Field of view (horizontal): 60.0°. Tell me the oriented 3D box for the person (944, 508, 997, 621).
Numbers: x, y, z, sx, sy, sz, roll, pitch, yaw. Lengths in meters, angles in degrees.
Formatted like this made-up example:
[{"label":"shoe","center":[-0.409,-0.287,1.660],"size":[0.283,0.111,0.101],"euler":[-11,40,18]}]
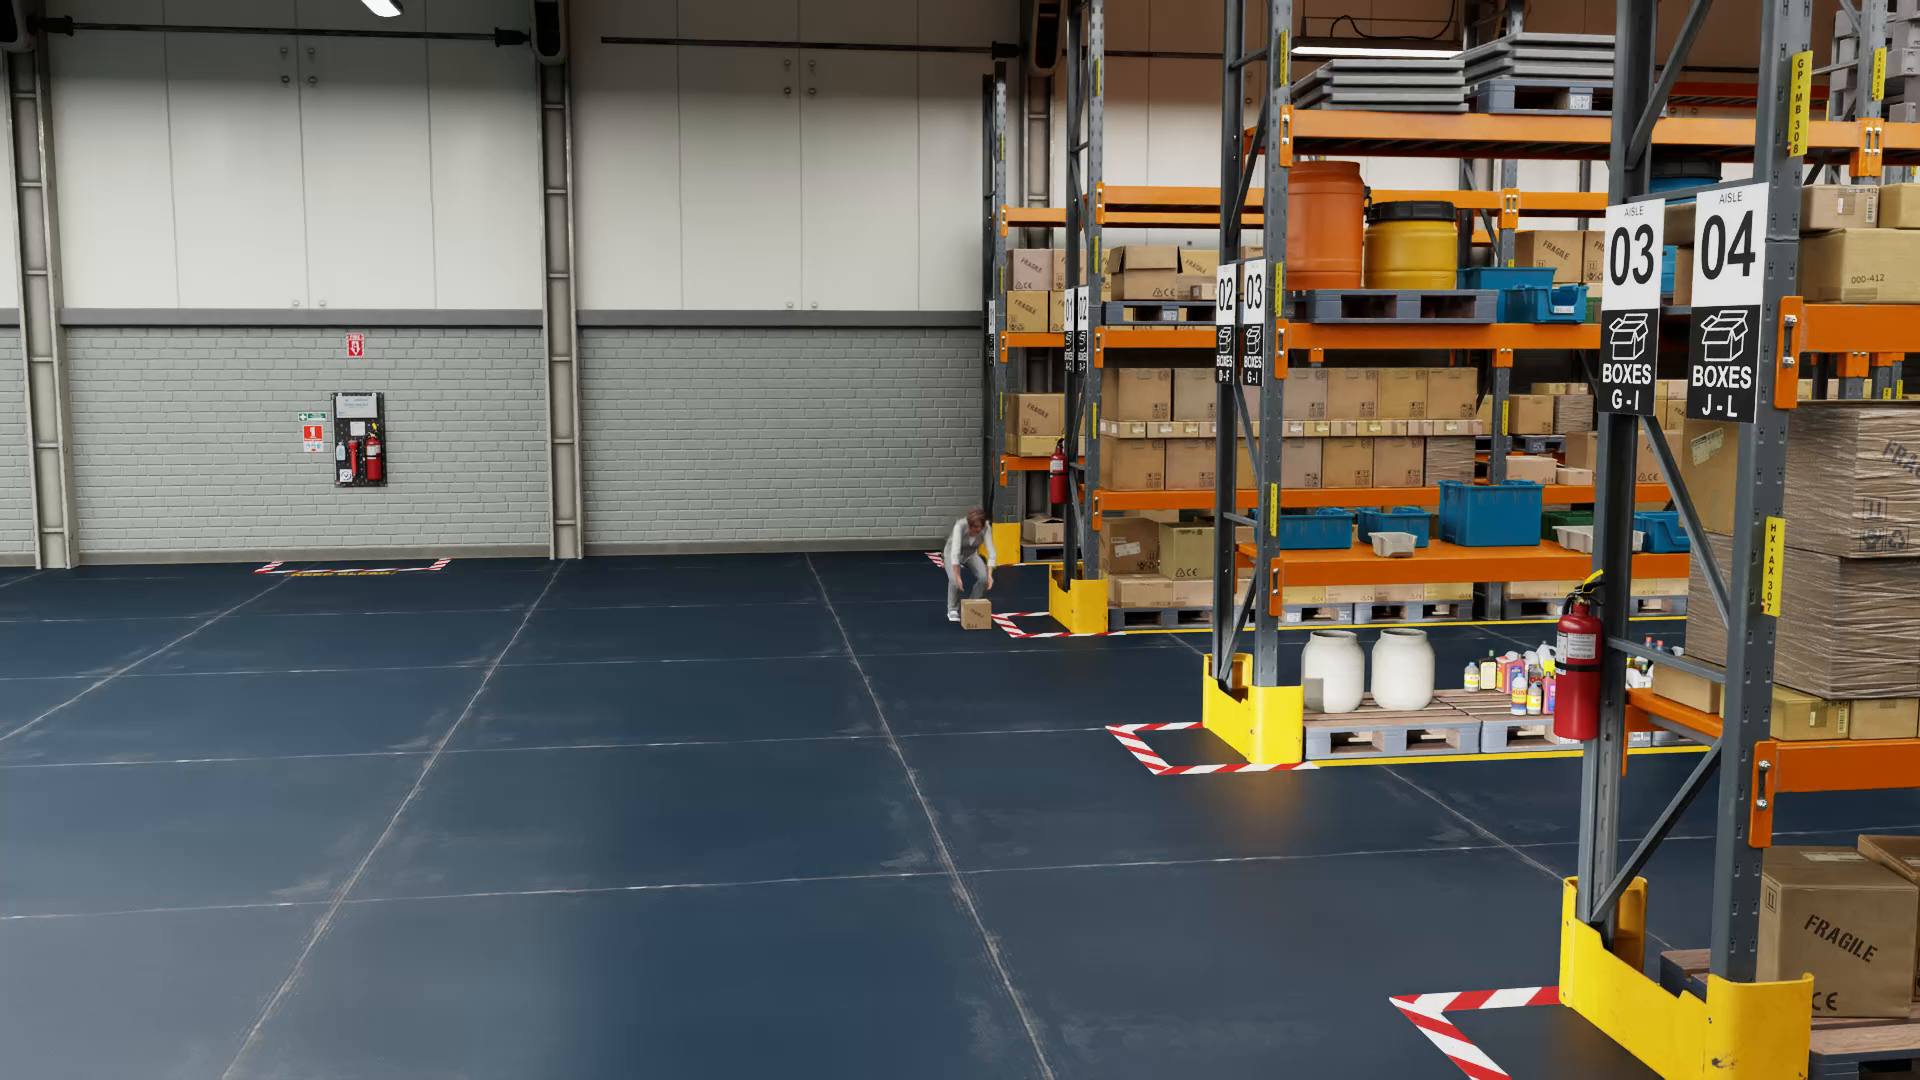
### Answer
[{"label":"person","center":[0.093,0.224,16.142],"size":[0.463,1.130,0.736],"euler":[-2,7,-13]}]
